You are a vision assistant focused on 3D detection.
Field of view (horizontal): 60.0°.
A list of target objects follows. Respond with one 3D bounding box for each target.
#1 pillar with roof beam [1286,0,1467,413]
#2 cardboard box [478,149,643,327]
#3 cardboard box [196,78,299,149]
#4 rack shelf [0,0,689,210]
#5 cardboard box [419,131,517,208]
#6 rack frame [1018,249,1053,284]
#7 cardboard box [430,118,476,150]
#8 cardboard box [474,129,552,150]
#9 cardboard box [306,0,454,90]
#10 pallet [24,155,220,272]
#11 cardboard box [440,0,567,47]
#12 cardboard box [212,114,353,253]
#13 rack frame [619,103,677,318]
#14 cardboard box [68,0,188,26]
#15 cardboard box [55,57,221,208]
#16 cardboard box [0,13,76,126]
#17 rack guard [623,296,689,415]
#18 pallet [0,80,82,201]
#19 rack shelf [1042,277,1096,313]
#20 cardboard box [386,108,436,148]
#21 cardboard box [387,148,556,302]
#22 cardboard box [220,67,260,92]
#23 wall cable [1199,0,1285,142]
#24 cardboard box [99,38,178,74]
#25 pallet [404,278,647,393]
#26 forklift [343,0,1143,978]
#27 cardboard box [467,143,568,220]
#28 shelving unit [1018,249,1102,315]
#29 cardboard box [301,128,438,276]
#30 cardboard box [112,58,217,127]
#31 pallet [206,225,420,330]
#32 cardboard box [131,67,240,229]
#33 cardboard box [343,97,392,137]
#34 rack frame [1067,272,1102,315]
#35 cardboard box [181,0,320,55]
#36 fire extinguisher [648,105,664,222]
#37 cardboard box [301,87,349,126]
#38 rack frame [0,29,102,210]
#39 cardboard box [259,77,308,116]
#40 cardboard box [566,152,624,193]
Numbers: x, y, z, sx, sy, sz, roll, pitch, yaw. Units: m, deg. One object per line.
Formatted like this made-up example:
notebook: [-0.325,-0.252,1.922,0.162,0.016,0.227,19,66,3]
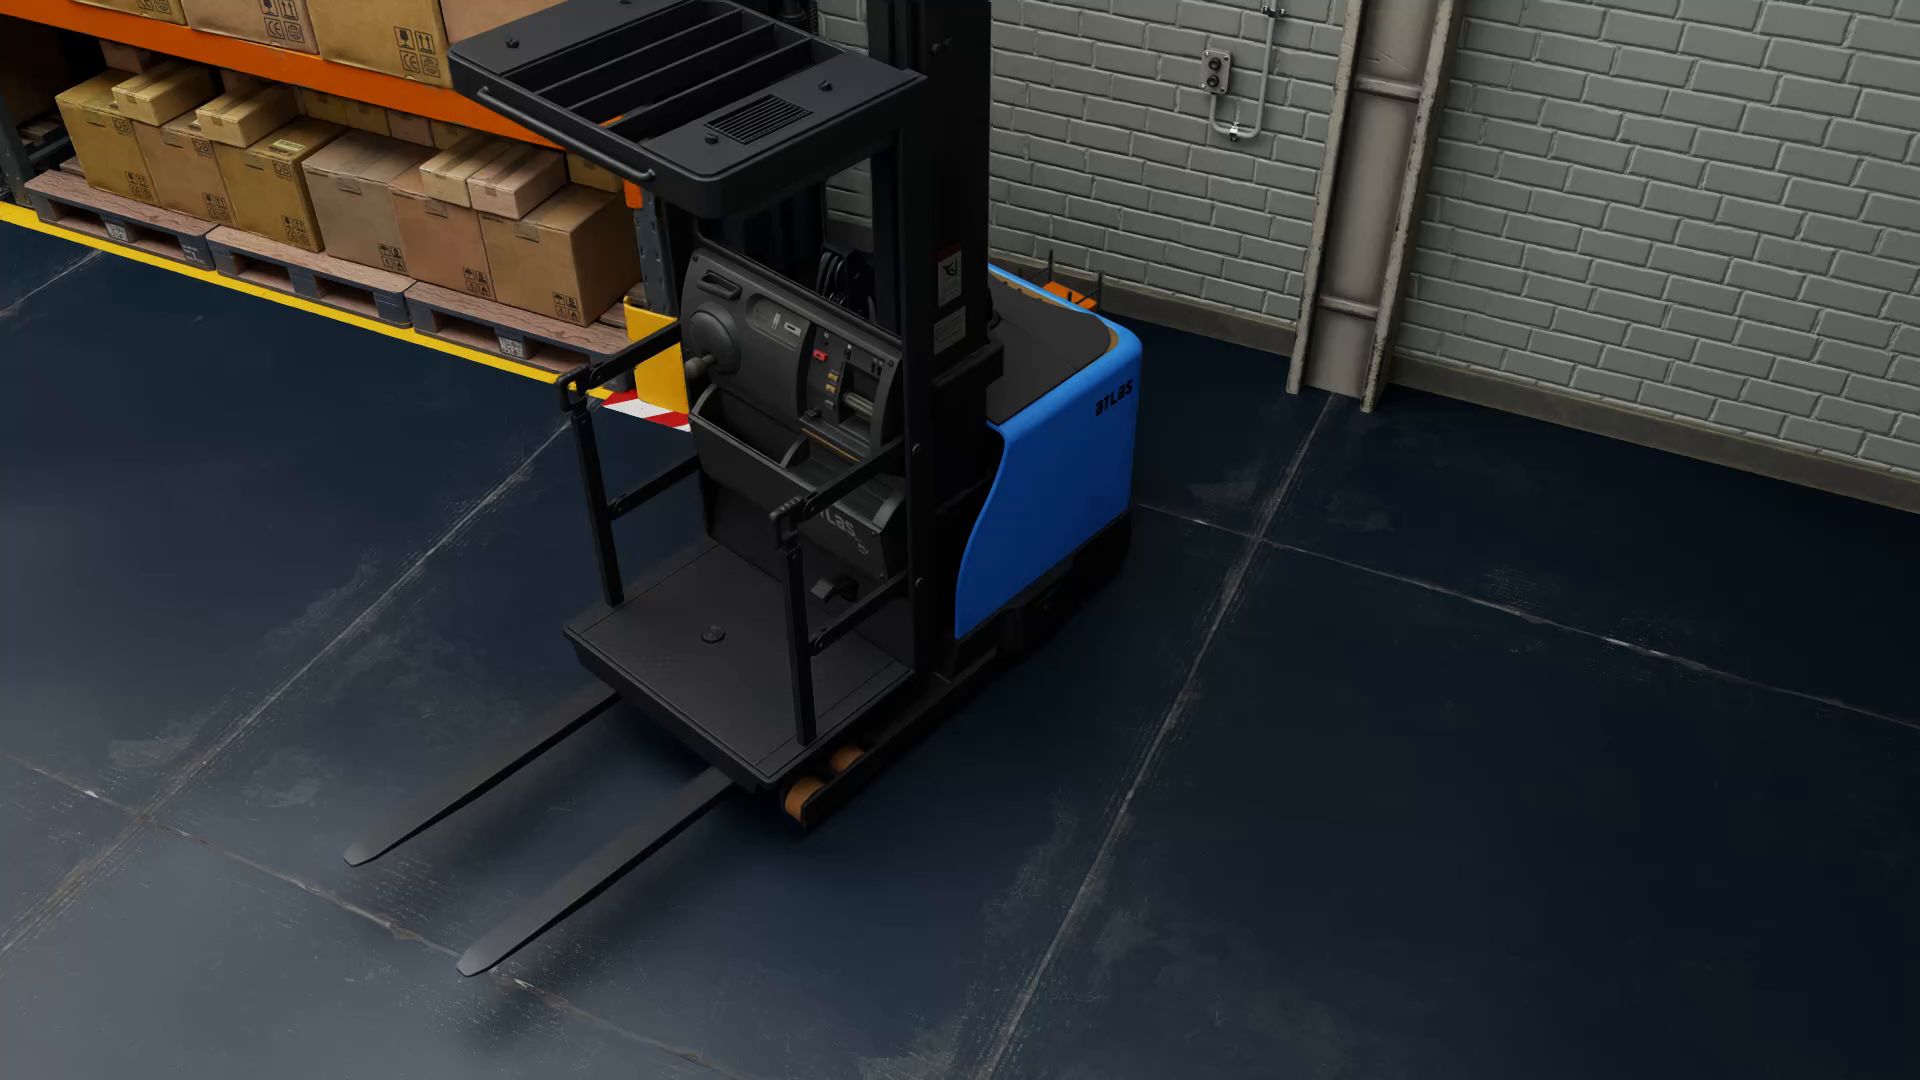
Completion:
pillar with roof beam: [-0.102,-1.553,1.672,0.400,9.000,9.100,17,44,19]
cardboard box: [-1.771,-1.424,7.691,0.500,0.500,0.700,17,44,19]
cardboard box: [-3.379,-2.027,7.891,0.250,0.149,0.380,16,43,17]
rack shelf: [-2.907,-2.358,7.729,4.000,0.370,1.077,17,44,19]
cardboard box: [-2.197,-1.667,7.476,0.250,0.149,0.380,18,44,20]
rack frame: [0.290,-0.681,6.734,0.008,1.050,0.200,31,49,30]
cardboard box: [-2.260,-1.963,7.817,0.250,0.149,0.380,17,44,19]
cardboard box: [-2.033,-1.893,7.737,0.250,0.149,0.380,17,44,19]
cardboard box: [-2.225,-2.519,7.137,0.700,0.700,0.980,17,44,18]
pallet: [-4.064,-1.873,8.750,1.213,0.211,1.003,17,44,19]
cardboard box: [-1.561,-2.325,6.913,0.700,0.700,0.980,19,44,21]
cardboard box: [-3.167,-1.845,8.177,0.500,0.500,0.700,18,44,20]
rack frame: [-1.095,-2.076,6.855,0.127,3.000,1.000,17,44,19]
cardboard box: [-3.576,-2.932,7.613,0.700,0.700,0.980,16,43,18]
cardboard box: [-4.085,-2.130,8.505,0.500,0.500,0.700,18,44,19]
cardboard box: [-5.364,-2.633,8.818,0.750,0.750,0.750,17,44,19]
rack guard: [-1.073,-1.125,7.666,0.348,0.500,1.175,17,44,19]
pallet: [-5.451,-2.299,9.241,1.213,0.211,1.003,17,44,19]
rack shelf: [0.381,-0.834,6.494,0.240,0.259,0.215,31,49,30]
cardboard box: [-2.491,-2.033,7.898,0.250,0.149,0.380,18,44,19]
cardboard box: [-2.225,-1.563,7.851,0.500,0.500,0.700,17,44,19]
cardboard box: [-3.415,-2.316,8.224,0.250,0.149,0.380,16,43,17]
wall cable: [0.465,-2.667,6.761,1.851,1.984,0.084,17,44,19]
cardboard box: [-4.133,-2.533,8.475,0.250,0.149,0.380,17,44,18]
pallet: [-1.853,-1.197,7.970,1.213,0.211,1.003,17,44,19]
forklift: [-0.690,-0.525,5.118,1.130,2.935,3.031,31,49,30]
cardboard box: [-1.965,-1.597,7.395,0.250,0.149,0.380,16,44,18]
shelving unit: [0.381,-0.628,6.673,0.252,1.050,0.215,31,49,30]
cardboard box: [-2.681,-1.702,8.011,0.500,0.500,0.700,16,43,17]
cardboard box: [-3.852,-2.172,8.058,0.250,0.149,0.380,18,44,20]
pallet: [-2.954,-1.536,8.361,1.213,0.211,1.003,17,44,19]
cardboard box: [-3.632,-1.989,8.342,0.500,0.500,0.700,17,44,18]
cardboard box: [-2.723,-2.104,7.980,0.250,0.149,0.380,17,44,19]
rack frame: [0.471,-0.574,6.611,0.008,1.050,0.200,31,49,30]
cardboard box: [-2.912,-2.736,7.387,0.700,0.700,0.980,15,43,17]
fire extinguisher: [-1.153,-1.590,6.638,0.183,0.674,0.296,17,44,19]
cardboard box: [-2.953,-2.174,8.061,0.250,0.149,0.380,16,43,18]
rack frame: [-4.720,-3.184,8.133,0.127,3.000,1.000,17,44,19]
cardboard box: [-3.187,-2.245,8.143,0.250,0.149,0.380,17,44,19]
cardboard box: [-1.574,-1.754,7.576,0.250,0.149,0.380,17,44,19]
